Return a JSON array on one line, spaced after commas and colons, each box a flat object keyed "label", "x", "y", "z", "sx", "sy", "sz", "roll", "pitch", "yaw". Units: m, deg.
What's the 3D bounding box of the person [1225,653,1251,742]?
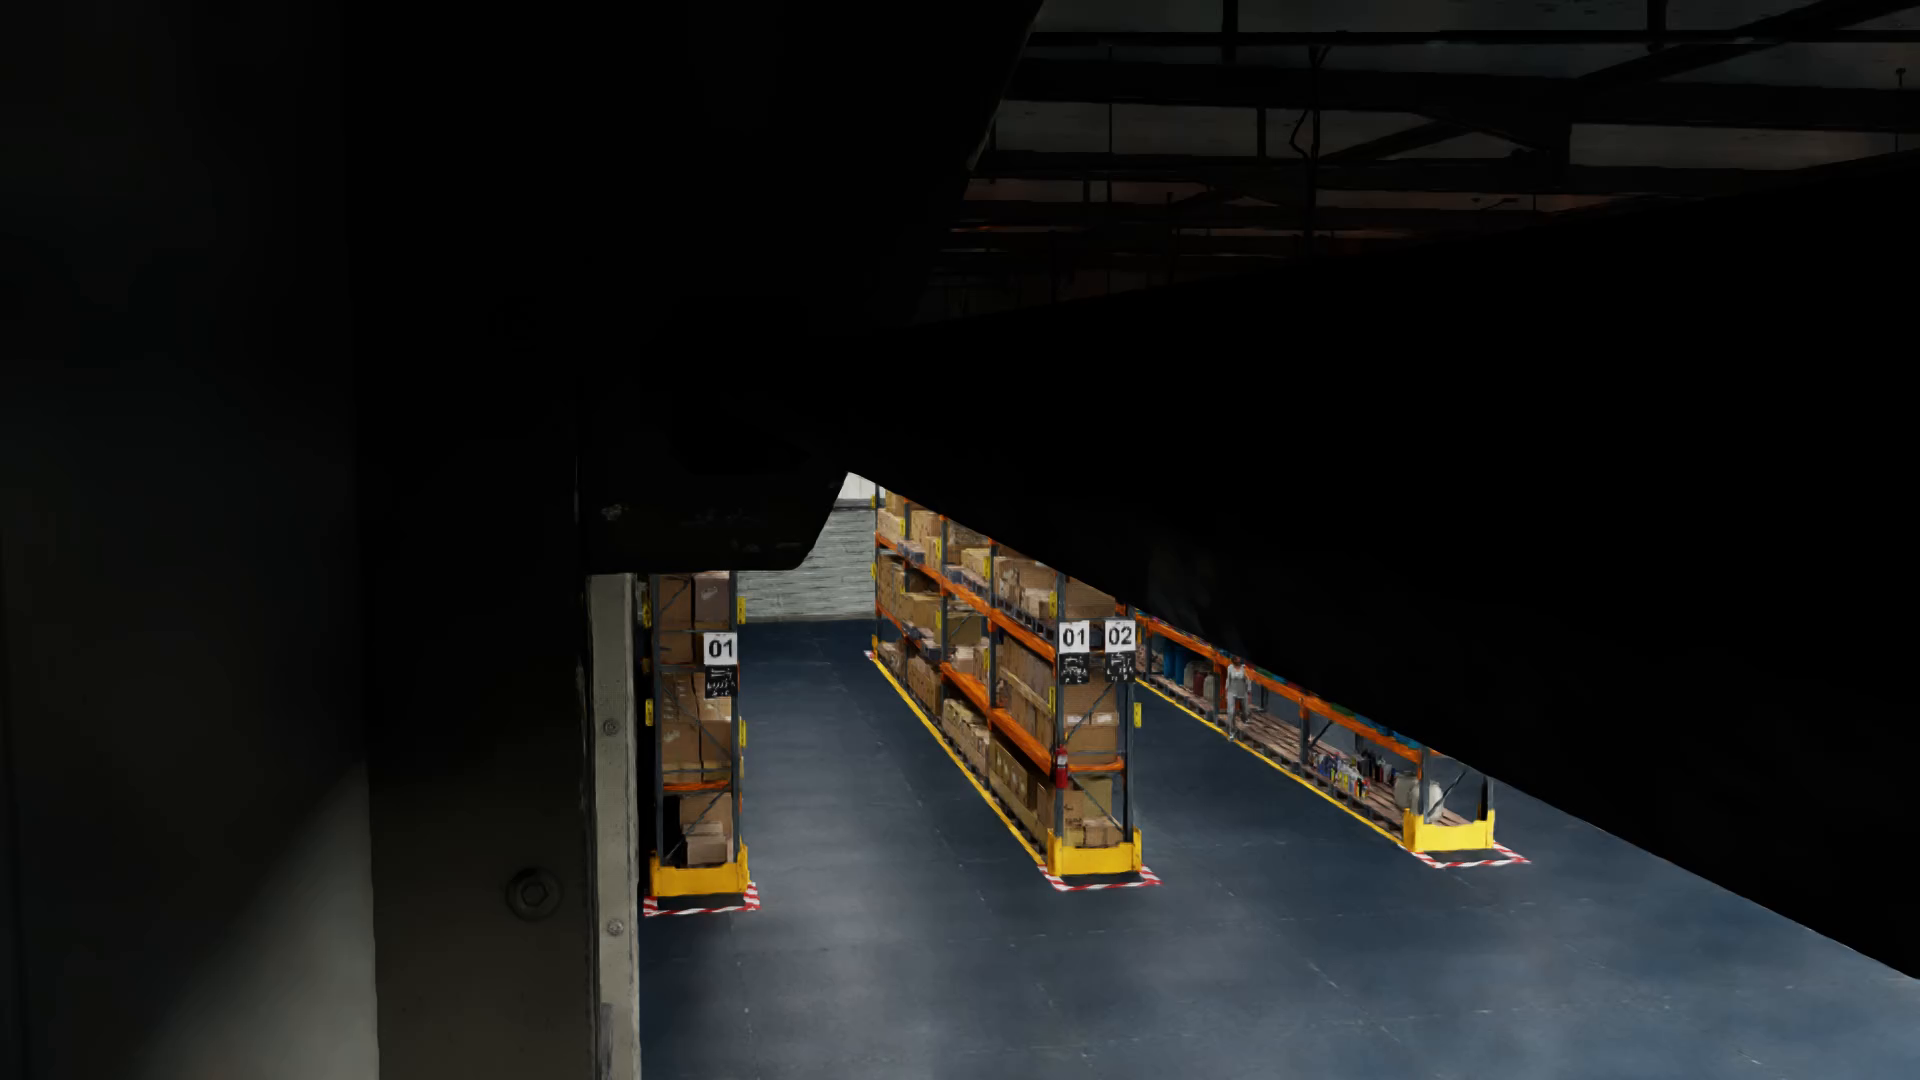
[{"label": "person", "x": 4.770, "y": 2.632, "z": 28.469, "sx": 0.464, "sy": 1.536, "sz": 0.842, "roll": 1, "pitch": 6, "yaw": 9}]

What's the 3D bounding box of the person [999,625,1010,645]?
[{"label": "person", "x": 0.993, "y": 1.903, "z": 35.149, "sx": 0.452, "sy": 1.649, "sz": 0.506, "roll": -2, "pitch": 6, "yaw": -22}]
